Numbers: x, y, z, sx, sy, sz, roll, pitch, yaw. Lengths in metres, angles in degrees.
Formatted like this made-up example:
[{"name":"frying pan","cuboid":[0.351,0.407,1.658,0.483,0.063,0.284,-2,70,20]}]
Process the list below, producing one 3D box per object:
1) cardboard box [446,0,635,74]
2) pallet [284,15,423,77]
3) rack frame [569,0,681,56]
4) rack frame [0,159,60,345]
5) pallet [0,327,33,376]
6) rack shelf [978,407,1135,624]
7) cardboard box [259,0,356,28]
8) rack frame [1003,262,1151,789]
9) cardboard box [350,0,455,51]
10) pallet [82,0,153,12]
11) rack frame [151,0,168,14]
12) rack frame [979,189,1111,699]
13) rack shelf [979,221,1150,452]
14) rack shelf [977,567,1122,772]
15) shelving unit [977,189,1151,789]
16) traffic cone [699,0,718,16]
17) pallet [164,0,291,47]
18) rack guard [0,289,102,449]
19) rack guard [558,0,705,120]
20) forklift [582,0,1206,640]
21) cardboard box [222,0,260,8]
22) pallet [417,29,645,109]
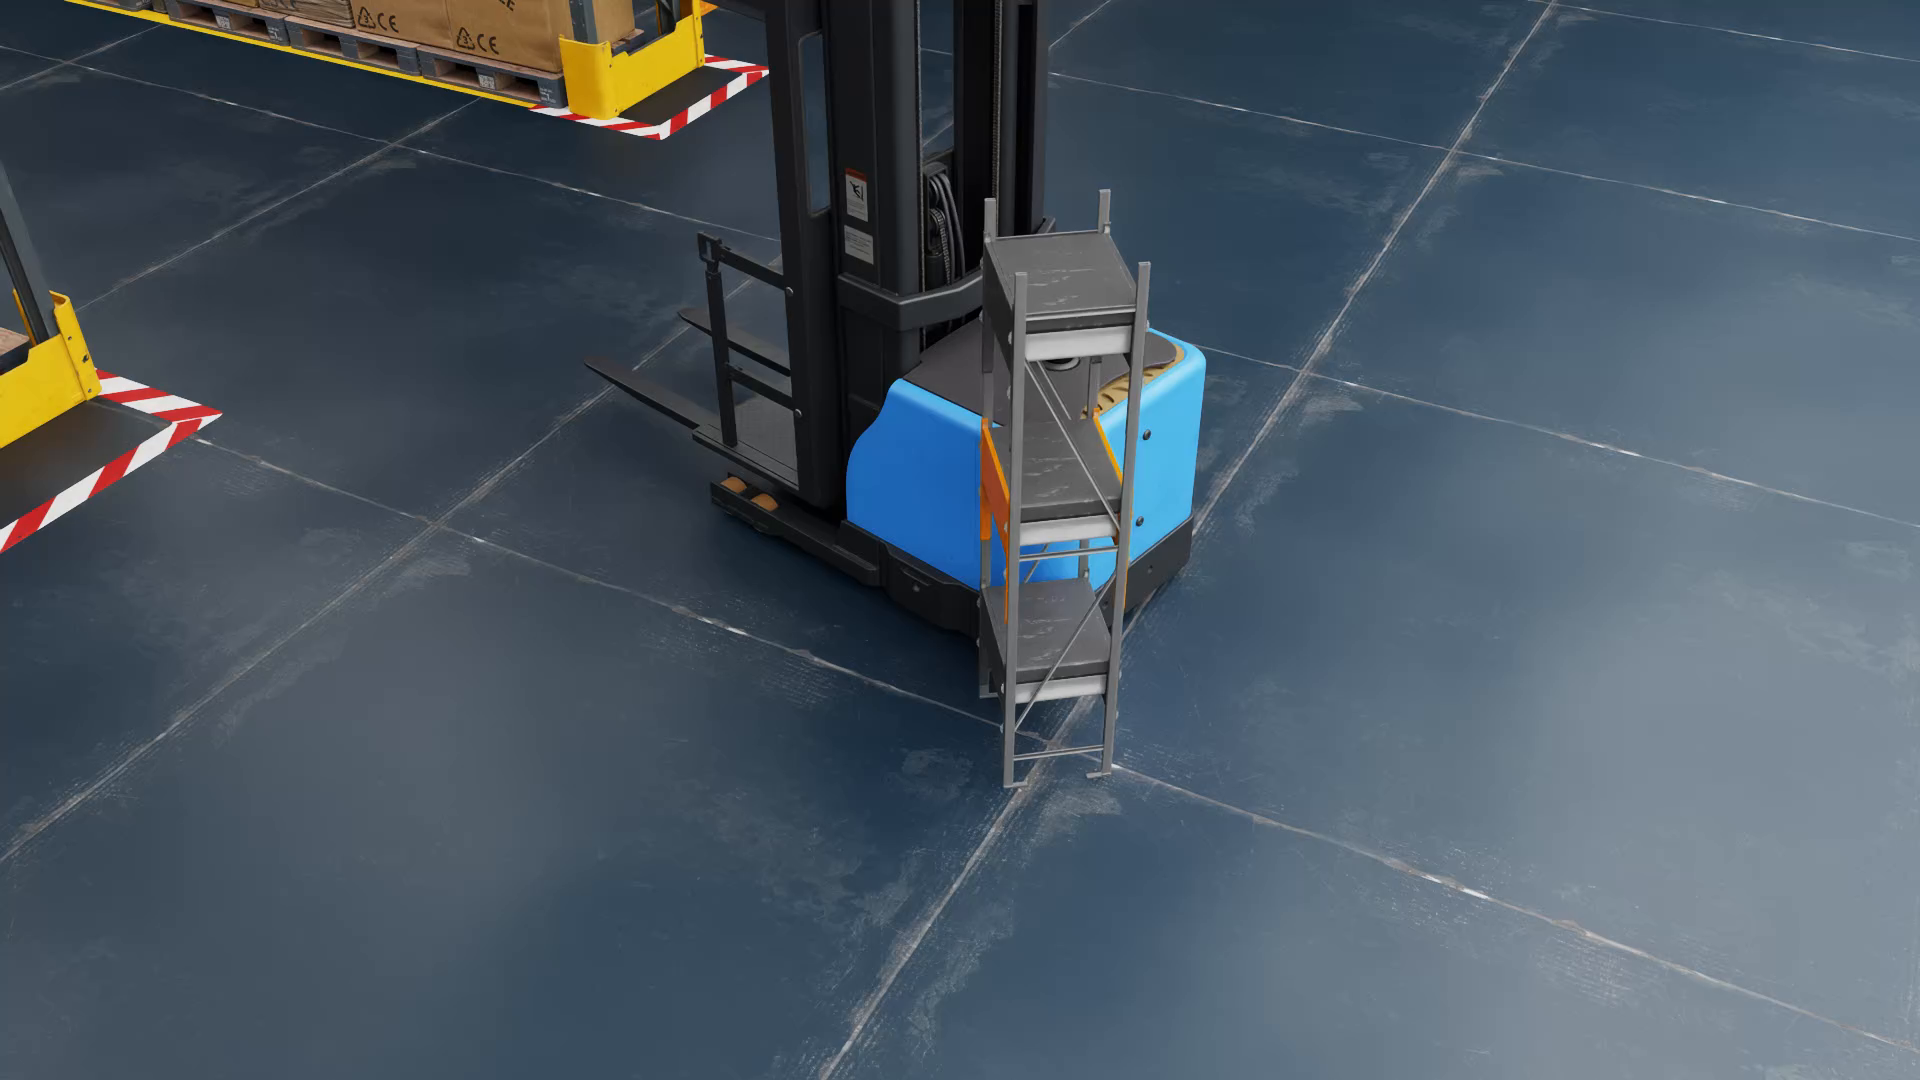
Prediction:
[{"name":"cardboard box","cuboid":[-2.837,-3.767,11.141,0.875,0.875,0.875,18,41,22]},{"name":"pallet","cuboid":[-4.029,-3.702,11.953,1.213,0.211,1.003,17,41,21]},{"name":"rack frame","cuboid":[-2.204,-4.293,10.424,0.127,3.000,1.000,17,41,21]},{"name":"rack frame","cuboid":[-4.575,-1.658,6.953,0.127,3.000,1.000,17,41,21]},{"name":"pallet","cuboid":[-5.347,-0.813,8.146,1.213,0.211,1.003,17,41,21]},{"name":"rack shelf","cuboid":[0.315,-0.087,5.649,0.431,0.518,0.480,-6,38,-8]},{"name":"cardboard box","cuboid":[-4.428,-4.265,11.797,0.875,0.875,0.875,18,41,22]},{"name":"rack frame","cuboid":[0.356,0.048,5.450,0.400,2.100,0.015,-6,38,-8]},{"name":"cardboard box","cuboid":[-3.619,-4.010,11.462,0.875,0.875,0.875,17,40,21]},{"name":"pallet","cuboid":[-6.476,-4.468,12.962,1.213,0.211,1.003,17,41,21]},{"name":"rack frame","cuboid":[-5.756,-5.405,11.889,0.127,3.000,1.000,17,41,21]},{"name":"rack frame","cuboid":[0.274,-0.244,5.832,0.400,2.100,0.015,-6,38,-8]},{"name":"rack shelf","cuboid":[0.315,-0.643,5.224,0.431,0.518,0.480,-6,38,-8]},{"name":"rack shelf","cuboid":[0.314,0.469,6.074,0.431,0.518,0.480,-6,38,-8]},{"name":"shelving unit","cuboid":[0.315,-0.098,5.641,0.431,2.100,0.503,-6,38,-8]},{"name":"traffic cone","cuboid":[-2.023,-4.192,12.390,0.334,0.463,0.336,17,41,21]},{"name":"pallet","cuboid":[-5.117,-4.041,12.398,1.213,0.211,1.003,17,41,21]},{"name":"rack guard","cuboid":[-4.642,-0.683,7.737,0.348,0.500,1.175,17,41,21]},{"name":"rack guard","cuboid":[-2.183,-3.290,11.171,0.348,0.500,1.175,17,41,21]},{"name":"forklift","cuboid":[-0.469,-1.415,6.690,3.031,2.935,1.130,28,45,32]},{"name":"cardboard box","cuboid":[-5.230,-4.513,12.125,0.875,0.875,0.875,18,41,22]},{"name":"pallet","cuboid":[-2.950,-3.362,11.505,1.213,0.211,1.003,17,41,21]}]
